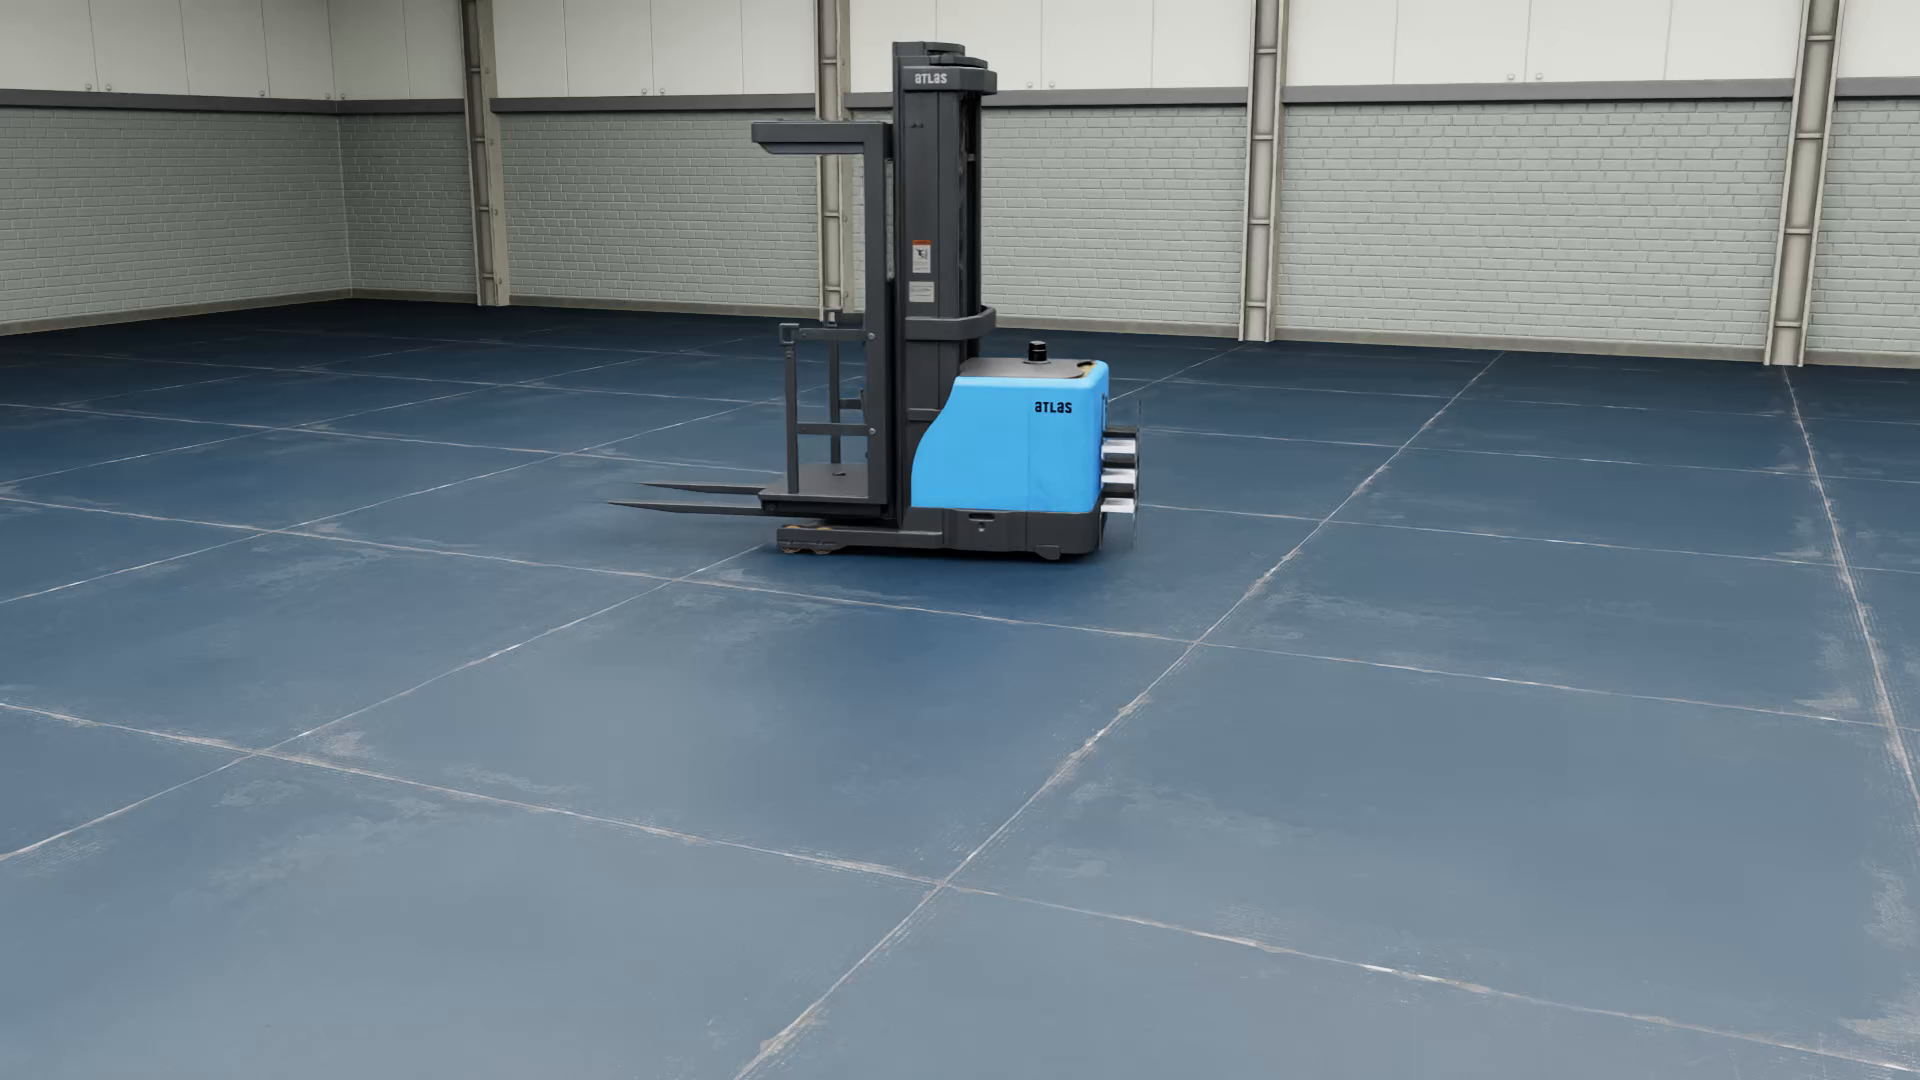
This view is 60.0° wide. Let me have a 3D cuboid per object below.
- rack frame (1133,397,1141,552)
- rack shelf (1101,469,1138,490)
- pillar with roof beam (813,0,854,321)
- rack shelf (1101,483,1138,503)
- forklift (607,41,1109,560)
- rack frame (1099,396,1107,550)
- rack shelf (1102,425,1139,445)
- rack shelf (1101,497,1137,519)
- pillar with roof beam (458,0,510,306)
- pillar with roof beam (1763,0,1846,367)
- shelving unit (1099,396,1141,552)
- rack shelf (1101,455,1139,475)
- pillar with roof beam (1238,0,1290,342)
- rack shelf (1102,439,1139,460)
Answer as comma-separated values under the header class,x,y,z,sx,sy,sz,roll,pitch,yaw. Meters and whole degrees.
class,x,y,z,sx,sy,sz,roll,pitch,yaw
rack frame,1.062,-0.396,9.972,0.006,0.900,0.240,2,13,10
rack shelf,0.962,-0.368,9.998,0.200,0.077,0.258,2,13,10
pillar with roof beam,-3.476,-6.567,18.542,0.400,9.000,9.100,6,14,23
rack shelf,0.962,-0.280,10.019,0.200,0.077,0.258,2,13,10
forklift,-0.636,-1.454,10.036,3.031,2.935,1.130,2,13,10
rack frame,0.862,-0.404,10.009,0.006,0.900,0.240,2,13,10
rack shelf,0.962,-0.631,9.936,0.200,0.077,0.258,2,13,10
rack shelf,0.962,-0.193,10.039,0.200,0.077,0.258,2,13,10
pillar with roof beam,-8.962,-7.122,20.908,0.400,9.000,9.100,6,14,23
pillar with roof beam,7.496,-5.457,13.811,0.400,9.000,9.100,6,14,23
shelving unit,0.962,-0.400,9.990,0.210,0.900,0.258,2,13,10
rack shelf,0.962,-0.455,9.978,0.200,0.077,0.258,2,13,10
pillar with roof beam,2.010,-6.012,16.177,0.400,9.000,9.100,6,14,23
rack shelf,0.962,-0.543,9.957,0.200,0.077,0.258,2,13,10
